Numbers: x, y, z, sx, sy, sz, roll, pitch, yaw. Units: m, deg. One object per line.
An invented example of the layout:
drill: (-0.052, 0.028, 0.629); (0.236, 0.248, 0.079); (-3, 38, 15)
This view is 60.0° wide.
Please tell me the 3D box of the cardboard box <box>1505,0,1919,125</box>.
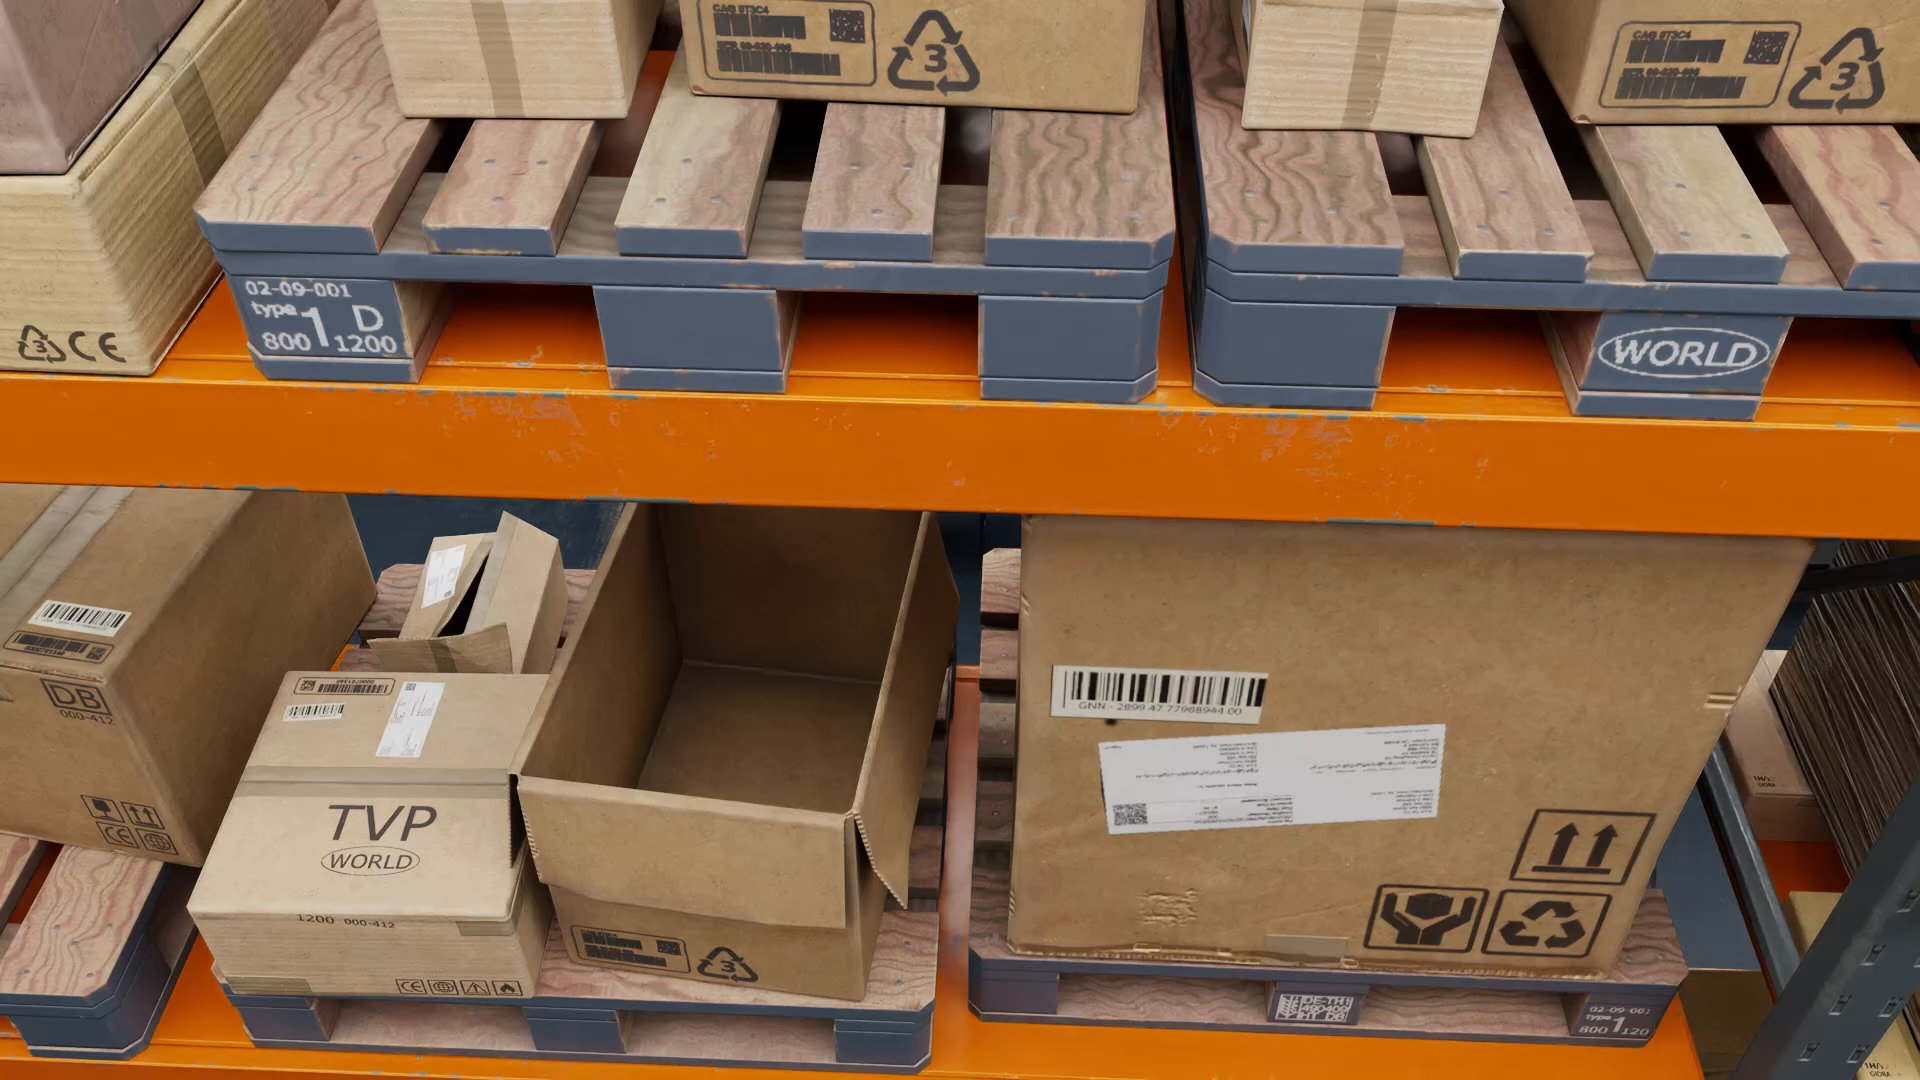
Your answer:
cardboard box: (0.925, -0.867, 1.895); (0.637, 0.503, 0.797); (0, 43, 0)

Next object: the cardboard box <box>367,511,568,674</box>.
cardboard box: (-0.928, 0.144, 3.185); (0.258, 0.266, 0.396); (1, 43, 1)

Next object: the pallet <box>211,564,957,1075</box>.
pallet: (-0.626, 0.484, 3.170); (1.213, 0.211, 1.003); (2, 43, 2)

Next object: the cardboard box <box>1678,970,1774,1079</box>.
cardboard box: (1.788, 1.304, 3.675); (0.500, 0.500, 0.500); (1, 43, 1)

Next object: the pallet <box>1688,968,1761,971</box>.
pallet: (2.063, 1.521, 3.963); (1.213, 0.211, 1.003); (2, 43, 2)

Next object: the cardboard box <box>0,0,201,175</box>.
cardboard box: (-1.138, -0.718, 1.679); (0.500, 0.500, 0.500); (1, 43, 1)

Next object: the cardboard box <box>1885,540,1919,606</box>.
cardboard box: (1.852, -0.181, 2.718); (0.500, 0.500, 0.500); (2, 43, 2)

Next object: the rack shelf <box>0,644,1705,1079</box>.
rack shelf: (-0.608, 0.706, 3.319); (4.000, 0.370, 1.077); (2, 43, 2)

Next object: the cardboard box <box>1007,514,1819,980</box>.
cardboard box: (0.603, 0.011, 2.789); (1.000, 1.000, 1.000); (2, 43, 2)

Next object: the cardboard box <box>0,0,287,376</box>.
cardboard box: (-1.121, -0.448, 1.940); (0.500, 0.250, 0.500); (3, 43, 3)

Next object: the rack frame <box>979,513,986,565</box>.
rack frame: (0.078, -0.437, 5.338); (0.015, 1.200, 0.240); (2, 43, 2)

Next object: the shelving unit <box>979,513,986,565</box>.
shelving unit: (-0.165, -0.444, 5.346); (0.503, 1.200, 0.258); (2, 43, 2)

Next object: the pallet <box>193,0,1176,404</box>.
pallet: (-0.258, -0.646, 2.180); (1.003, 0.211, 1.213); (2, 43, 2)

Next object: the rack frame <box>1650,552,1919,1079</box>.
rack frame: (1.390, 0.504, 3.008); (0.127, 3.000, 1.000); (2, 43, 2)

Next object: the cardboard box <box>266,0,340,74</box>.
cardboard box: (-1.122, -0.791, 2.307); (0.500, 0.250, 0.500); (3, 43, 3)

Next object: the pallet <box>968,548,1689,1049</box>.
pallet: (0.633, 0.452, 3.205); (1.213, 0.211, 1.003); (2, 43, 2)

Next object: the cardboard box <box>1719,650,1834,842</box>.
cardboard box: (1.618, 0.402, 3.302); (0.250, 0.149, 0.380); (2, 43, 2)

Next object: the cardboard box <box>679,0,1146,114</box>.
cardboard box: (-0.016, -0.895, 1.926); (0.637, 0.503, 0.797); (3, 43, 4)

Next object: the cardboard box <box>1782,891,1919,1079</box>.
cardboard box: (1.591, 0.807, 2.867); (0.250, 0.149, 0.380); (2, 43, 2)

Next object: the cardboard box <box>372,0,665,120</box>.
cardboard box: (-0.487, -0.651, 1.911); (0.250, 0.166, 0.380); (1, 43, 1)

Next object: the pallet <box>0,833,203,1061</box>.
pallet: (-1.889, 0.401, 3.260); (1.003, 0.211, 1.213); (2, 43, 2)

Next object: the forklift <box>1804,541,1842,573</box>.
forklift: (1.767, -1.071, 4.749); (3.031, 2.935, 1.130); (0, 43, 0)

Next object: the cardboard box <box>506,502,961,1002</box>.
cardboard box: (-0.346, 0.322, 2.820); (0.637, 0.503, 0.797); (6, 43, 6)

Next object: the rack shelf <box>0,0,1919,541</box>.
rack shelf: (-0.608, -0.392, 2.297); (4.000, 0.370, 1.077); (2, 43, 2)

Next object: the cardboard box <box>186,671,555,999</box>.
cardboard box: (-0.942, 0.490, 2.825); (0.500, 0.250, 0.500); (1, 43, 1)

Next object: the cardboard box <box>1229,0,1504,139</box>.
cardboard box: (0.447, -0.659, 1.846); (0.258, 0.266, 0.396); (3, 43, 3)

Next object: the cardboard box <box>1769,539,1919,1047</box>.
cardboard box: (1.837, 0.414, 2.813); (0.500, 0.500, 0.875); (2, 43, 2)

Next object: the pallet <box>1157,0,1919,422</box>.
pallet: (0.778, -0.616, 2.148); (1.003, 0.211, 1.213); (2, 43, 2)

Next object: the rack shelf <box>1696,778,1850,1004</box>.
rack shelf: (3.388, 0.829, 3.188); (4.000, 0.370, 1.077); (2, 43, 2)

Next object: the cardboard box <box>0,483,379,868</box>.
cardboard box: (-1.502, 0.129, 3.029); (0.500, 0.500, 0.700); (8, 44, 8)
